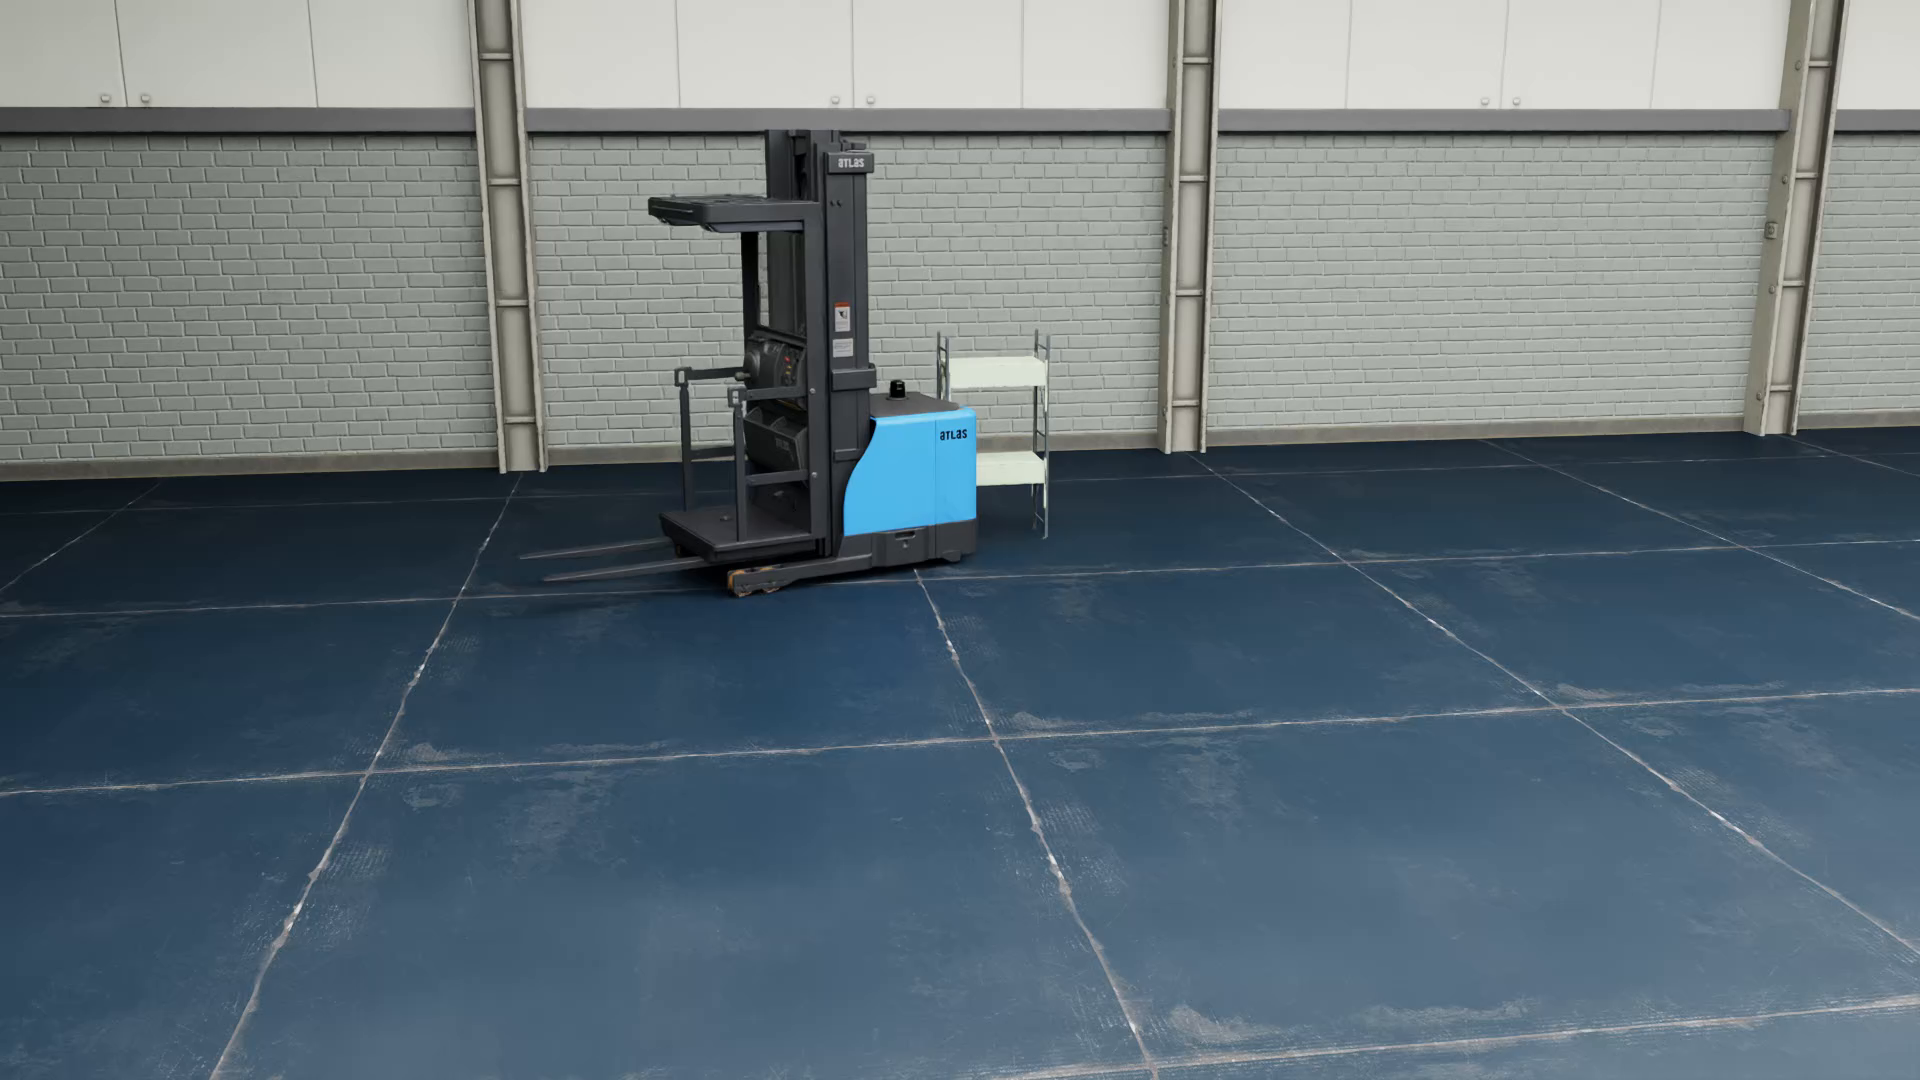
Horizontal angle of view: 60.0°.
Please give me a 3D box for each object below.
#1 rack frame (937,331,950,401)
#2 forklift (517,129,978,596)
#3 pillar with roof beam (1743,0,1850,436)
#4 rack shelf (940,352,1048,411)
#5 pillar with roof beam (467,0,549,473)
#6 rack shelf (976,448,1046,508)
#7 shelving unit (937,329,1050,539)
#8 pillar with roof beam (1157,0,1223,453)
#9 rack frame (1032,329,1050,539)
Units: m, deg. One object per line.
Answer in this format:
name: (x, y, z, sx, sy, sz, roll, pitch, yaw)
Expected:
rack frame: (-0.123, -0.748, 12.120, 0.023, 1.500, 0.400, -3, 14, -11)
forklift: (-1.412, -1.203, 10.995, 3.031, 2.935, 1.130, -8, 16, -28)
pillar with roof beam: (8.648, -4.393, 11.241, 0.400, 9.000, 9.100, -2, 14, -8)
rack shelf: (0.237, -1.143, 12.092, 0.720, 0.370, 0.431, -3, 14, -11)
pillar with roof beam: (-3.218, -3.959, 9.507, 0.400, 9.000, 9.100, -2, 14, -8)
rack shelf: (0.237, -0.448, 12.267, 0.720, 0.370, 0.431, -3, 14, -11)
shelving unit: (0.237, -0.765, 12.187, 0.755, 1.500, 0.431, -3, 14, -11)
pillar with roof beam: (2.715, -4.176, 10.374, 0.400, 9.000, 9.100, -2, 14, -8)
rack frame: (0.596, -0.781, 12.254, 0.023, 1.500, 0.400, -3, 14, -11)
